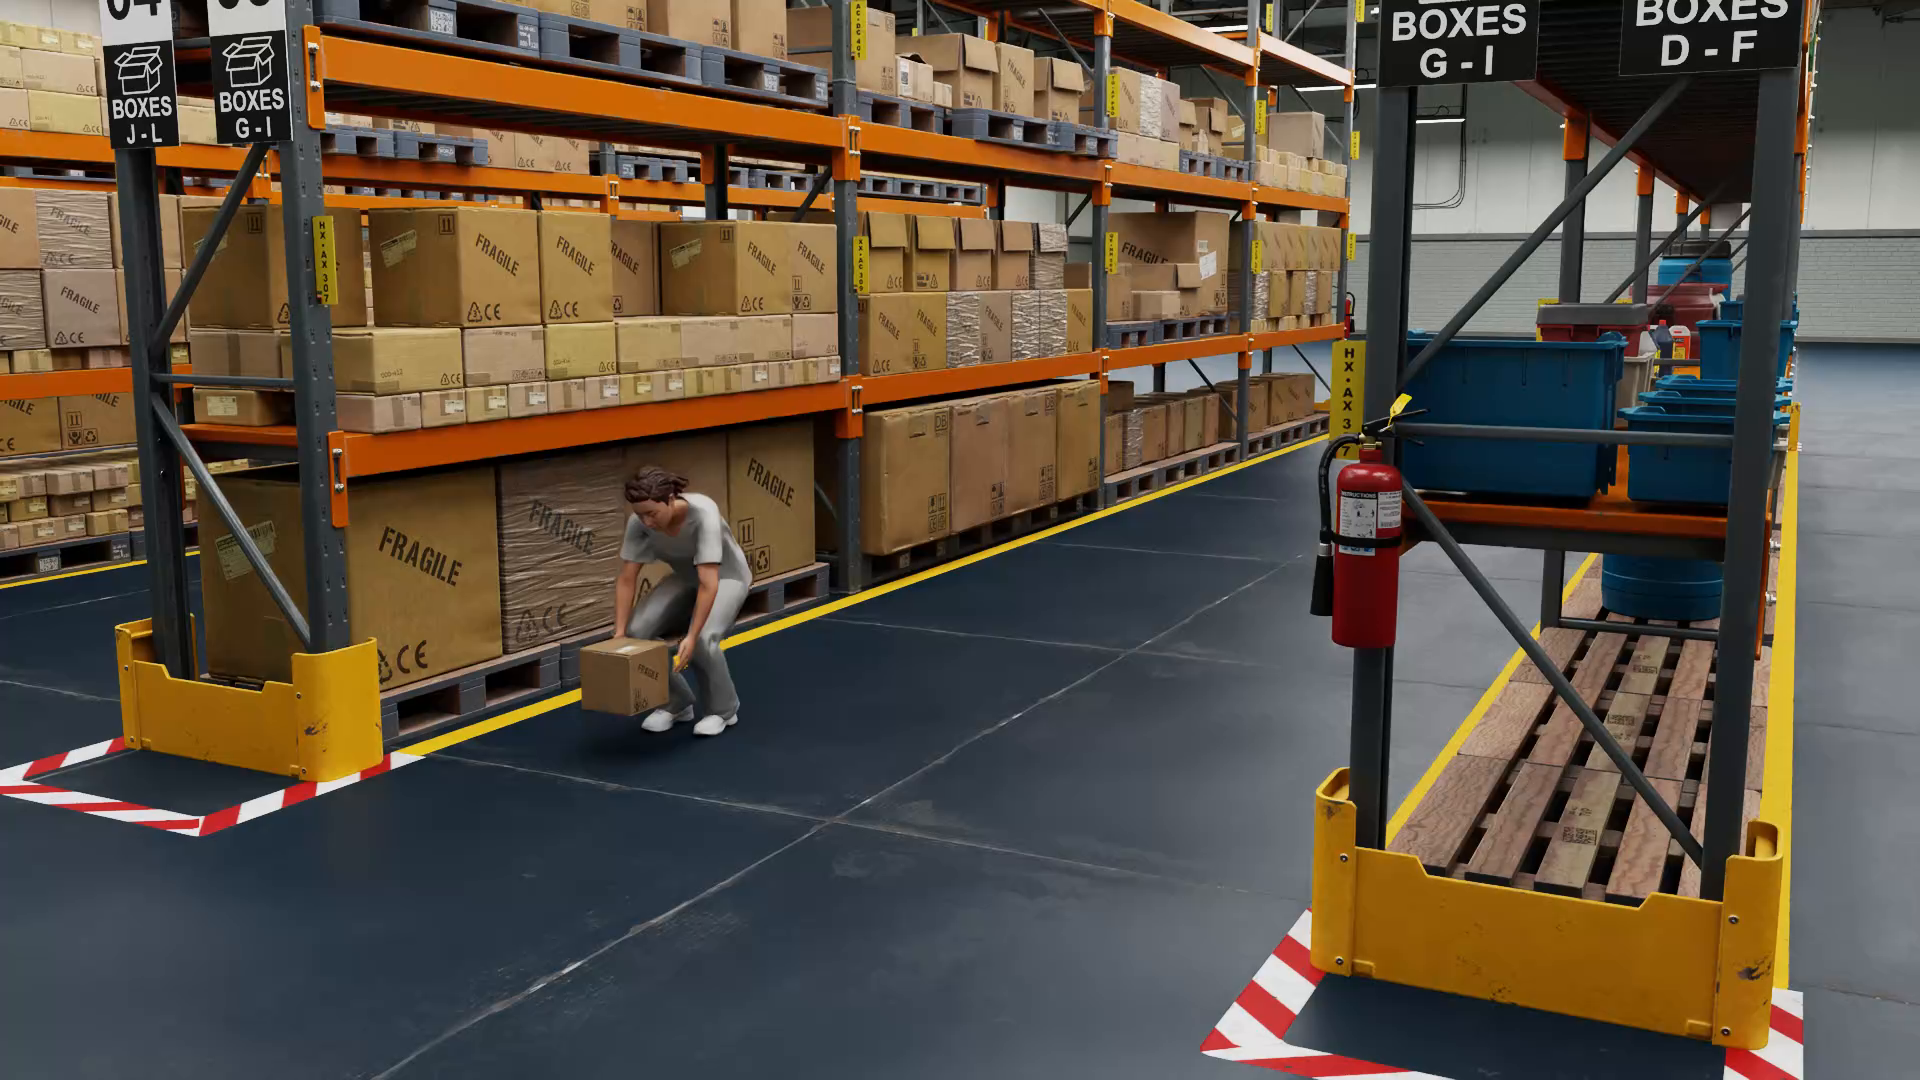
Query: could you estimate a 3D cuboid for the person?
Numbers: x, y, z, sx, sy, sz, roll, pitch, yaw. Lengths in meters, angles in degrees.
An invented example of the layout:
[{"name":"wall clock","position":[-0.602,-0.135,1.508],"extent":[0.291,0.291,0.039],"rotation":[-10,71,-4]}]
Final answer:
[{"name":"person","position":[-1.145,0.241,6.986],"extent":[0.492,1.167,0.733],"rotation":[4,10,26]}]
